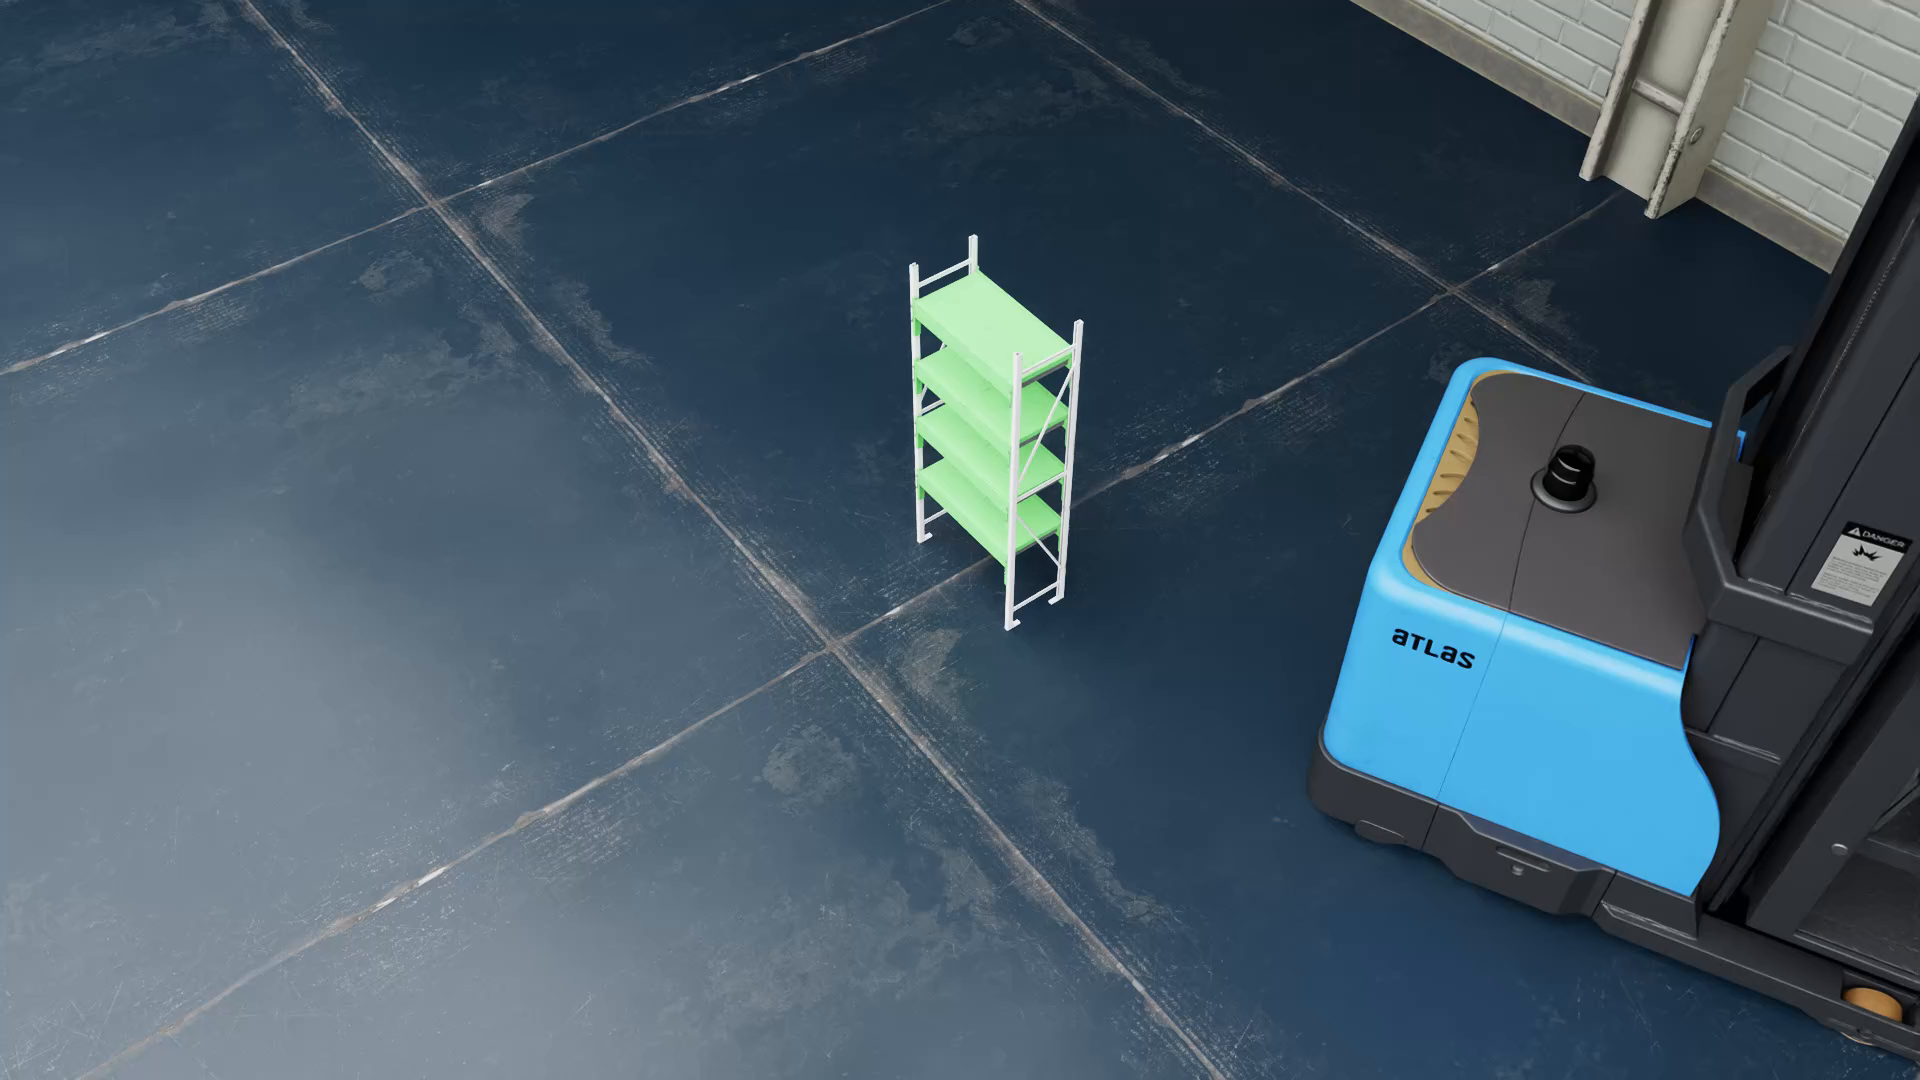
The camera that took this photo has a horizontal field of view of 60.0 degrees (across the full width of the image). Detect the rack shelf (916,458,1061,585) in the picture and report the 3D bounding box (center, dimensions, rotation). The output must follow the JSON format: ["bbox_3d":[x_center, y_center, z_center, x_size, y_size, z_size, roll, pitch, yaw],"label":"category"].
[{"bbox_3d":[0.100,-0.101,5.442,0.258,0.148,0.480,-29,54,-24],"label":"rack shelf"}]

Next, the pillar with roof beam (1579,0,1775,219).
[{"bbox_3d":[-0.516,-2.618,2.049,9.100,9.000,0.400,-29,54,-24],"label":"pillar with roof beam"}]

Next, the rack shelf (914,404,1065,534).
[{"bbox_3d":[0.100,-0.262,5.264,0.258,0.148,0.480,-29,54,-24],"label":"rack shelf"}]

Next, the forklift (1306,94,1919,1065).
[{"bbox_3d":[2.590,-0.009,3.780,3.031,2.935,1.130,20,51,17],"label":"forklift"}]

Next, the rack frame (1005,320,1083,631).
[{"bbox_3d":[0.248,-0.162,5.087,0.240,1.200,0.015,-29,54,-24],"label":"rack frame"}]

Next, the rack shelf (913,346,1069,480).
[{"bbox_3d":[0.100,-0.424,5.087,0.258,0.148,0.480,-29,54,-24],"label":"rack shelf"}]

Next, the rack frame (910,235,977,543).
[{"bbox_3d":[-0.048,-0.449,5.347,0.240,1.200,0.015,-29,54,-24],"label":"rack frame"}]

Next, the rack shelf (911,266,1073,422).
[{"bbox_3d":[0.100,-0.585,4.909,0.258,0.148,0.480,-29,54,-24],"label":"rack shelf"}]

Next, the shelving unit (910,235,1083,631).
[{"bbox_3d":[0.100,-0.305,5.217,0.258,1.200,0.503,-29,54,-24],"label":"shelving unit"}]
